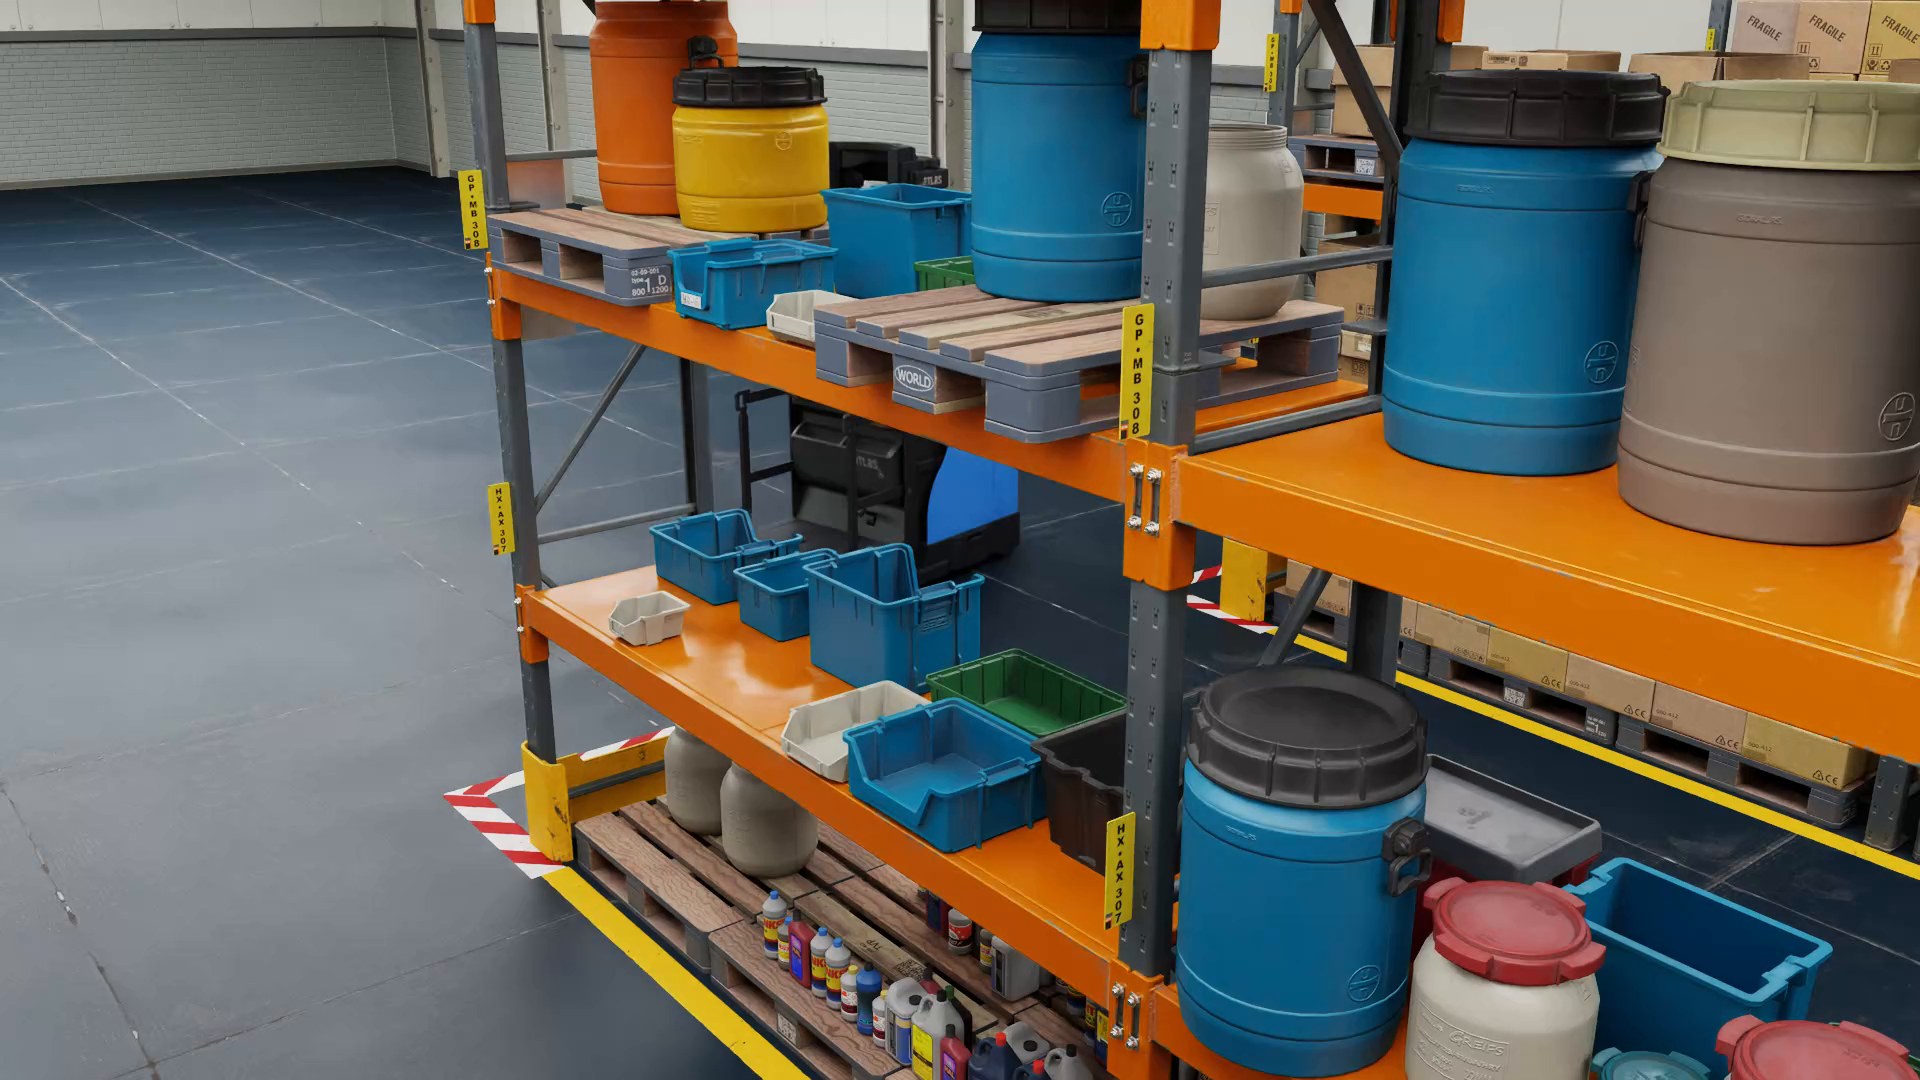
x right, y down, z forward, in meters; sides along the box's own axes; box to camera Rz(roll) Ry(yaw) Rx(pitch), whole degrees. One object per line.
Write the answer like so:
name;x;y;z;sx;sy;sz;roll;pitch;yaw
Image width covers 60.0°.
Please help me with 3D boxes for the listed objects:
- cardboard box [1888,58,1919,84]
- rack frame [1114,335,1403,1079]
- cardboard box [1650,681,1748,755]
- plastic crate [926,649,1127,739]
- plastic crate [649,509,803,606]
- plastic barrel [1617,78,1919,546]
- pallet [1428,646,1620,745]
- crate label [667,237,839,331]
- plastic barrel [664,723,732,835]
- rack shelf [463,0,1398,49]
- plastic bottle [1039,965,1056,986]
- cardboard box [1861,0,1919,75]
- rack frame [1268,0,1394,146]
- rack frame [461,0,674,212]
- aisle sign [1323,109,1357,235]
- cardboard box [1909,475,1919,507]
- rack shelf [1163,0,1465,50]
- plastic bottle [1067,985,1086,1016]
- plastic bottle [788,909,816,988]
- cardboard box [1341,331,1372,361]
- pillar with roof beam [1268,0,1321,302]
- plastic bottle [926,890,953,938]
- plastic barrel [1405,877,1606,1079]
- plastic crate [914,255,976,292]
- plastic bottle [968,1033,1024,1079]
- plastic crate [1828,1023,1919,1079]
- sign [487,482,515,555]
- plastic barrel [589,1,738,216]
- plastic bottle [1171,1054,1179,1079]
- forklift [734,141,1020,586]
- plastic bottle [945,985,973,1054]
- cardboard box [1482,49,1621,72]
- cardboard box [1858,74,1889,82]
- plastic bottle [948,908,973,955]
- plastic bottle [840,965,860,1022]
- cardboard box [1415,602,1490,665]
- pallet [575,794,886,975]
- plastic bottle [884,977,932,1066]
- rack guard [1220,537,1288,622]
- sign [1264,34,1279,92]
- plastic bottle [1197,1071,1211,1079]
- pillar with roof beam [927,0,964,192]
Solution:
cardboard box;4.646;-1.962;7.695;0.500;0.500;0.500;-12;22;-32
rack frame;0.867;0.916;4.823;1.000;3.000;0.127;-14;23;-36
cardboard box;3.990;0.860;8.700;0.500;0.250;0.500;-14;23;-36
plastic crate;0.245;0.627;6.033;0.450;0.188;0.662;-14;23;-36
plastic crate;-1.072;0.066;7.627;0.499;0.251;0.616;-14;23;-36
plastic barrel;1.759;-0.501;3.535;0.600;0.901;0.600;0;18;0
pallet;3.529;0.769;9.703;1.003;0.211;1.213;-14;23;-36
crate label;-0.714;-0.897;5.764;0.502;0.251;0.408;-14;23;-36
plastic barrel;-1.148;1.060;7.680;0.421;0.512;0.421;0;18;0
rack shelf;-0.375;-1.893;5.544;1.077;0.370;4.000;-14;23;-36
plastic bottle;0.310;1.534;6.472;0.144;0.351;0.185;-14;23;-37
cardboard box;6.797;-3.558;11.784;0.500;0.500;0.500;-13;22;-35
rack frame;2.268;-3.883;9.773;1.000;3.000;0.127;-14;23;-36
rack frame;-1.617;-2.917;6.856;1.000;3.000;0.127;-14;23;-36
aisle sign;2.458;-2.343;10.530;0.394;0.787;0.004;-14;23;-36
cardboard box;4.471;-0.205;8.050;0.700;0.500;0.500;-15;23;-38
rack shelf;2.108;-0.907;2.567;1.077;0.370;4.000;-14;23;-36
plastic bottle;0.453;1.647;6.256;0.097;0.271;0.097;0;18;0
plastic bottle;-0.609;1.578;6.445;0.061;0.283;0.133;-14;23;-35
cardboard box;2.509;-1.187;9.985;0.380;0.149;0.250;-15;23;-37
pillar with roof beam;0.162;-5.485;14.612;9.100;9.000;0.400;-14;23;-36
plastic bottle;-0.081;1.467;6.782;0.061;0.283;0.133;-14;23;-36
plastic barrel;1.289;1.131;3.960;0.433;0.535;0.433;0;18;0
plastic crate;0.100;-0.849;5.719;0.336;0.188;0.450;-14;23;-36
plastic bottle;0.122;1.815;5.622;0.144;0.351;0.185;-15;24;-39
plastic crate;2.169;1.391;3.727;0.450;0.188;0.662;-14;23;-36
sign;-2.051;-0.094;7.435;0.100;0.325;0.005;-14;23;-36
plastic barrel;-1.216;-1.801;6.908;0.600;0.830;0.708;-14;23;-36
plastic bottle;0.707;1.780;5.837;0.061;0.283;0.133;-14;23;-36
forklift;-0.897;-1.055;10.885;1.130;2.935;3.031;15;23;38
plastic bottle;-0.015;1.741;5.953;0.061;0.283;0.133;-14;23;-36
cardboard box;3.085;-2.310;8.744;0.500;0.500;0.500;-14;23;-36
cardboard box;6.792;-3.086;11.948;0.500;0.500;0.500;-13;22;-34
plastic bottle;0.002;1.548;6.668;0.097;0.201;0.097;0;18;0
plastic bottle;-0.399;1.691;6.234;0.097;0.201;0.097;0;18;0
cardboard box;3.050;0.492;9.810;0.500;0.250;0.500;-14;23;-36
pallet;-1.033;1.465;7.601;1.003;0.211;1.213;-14;23;-36
plastic bottle;-0.177;1.730;5.998;0.152;0.276;0.135;-13;23;-35
rack guard;2.253;0.146;11.127;1.175;0.500;0.348;-14;23;-36
sign;1.829;-2.805;9.772;0.100;0.325;0.005;-14;23;-36
plastic bottle;0.886;1.822;5.840;0.097;0.201;0.097;0;18;0
pillar with roof beam;-3.564;-6.964;19.077;9.100;9.000;0.400;-14;23;-36
